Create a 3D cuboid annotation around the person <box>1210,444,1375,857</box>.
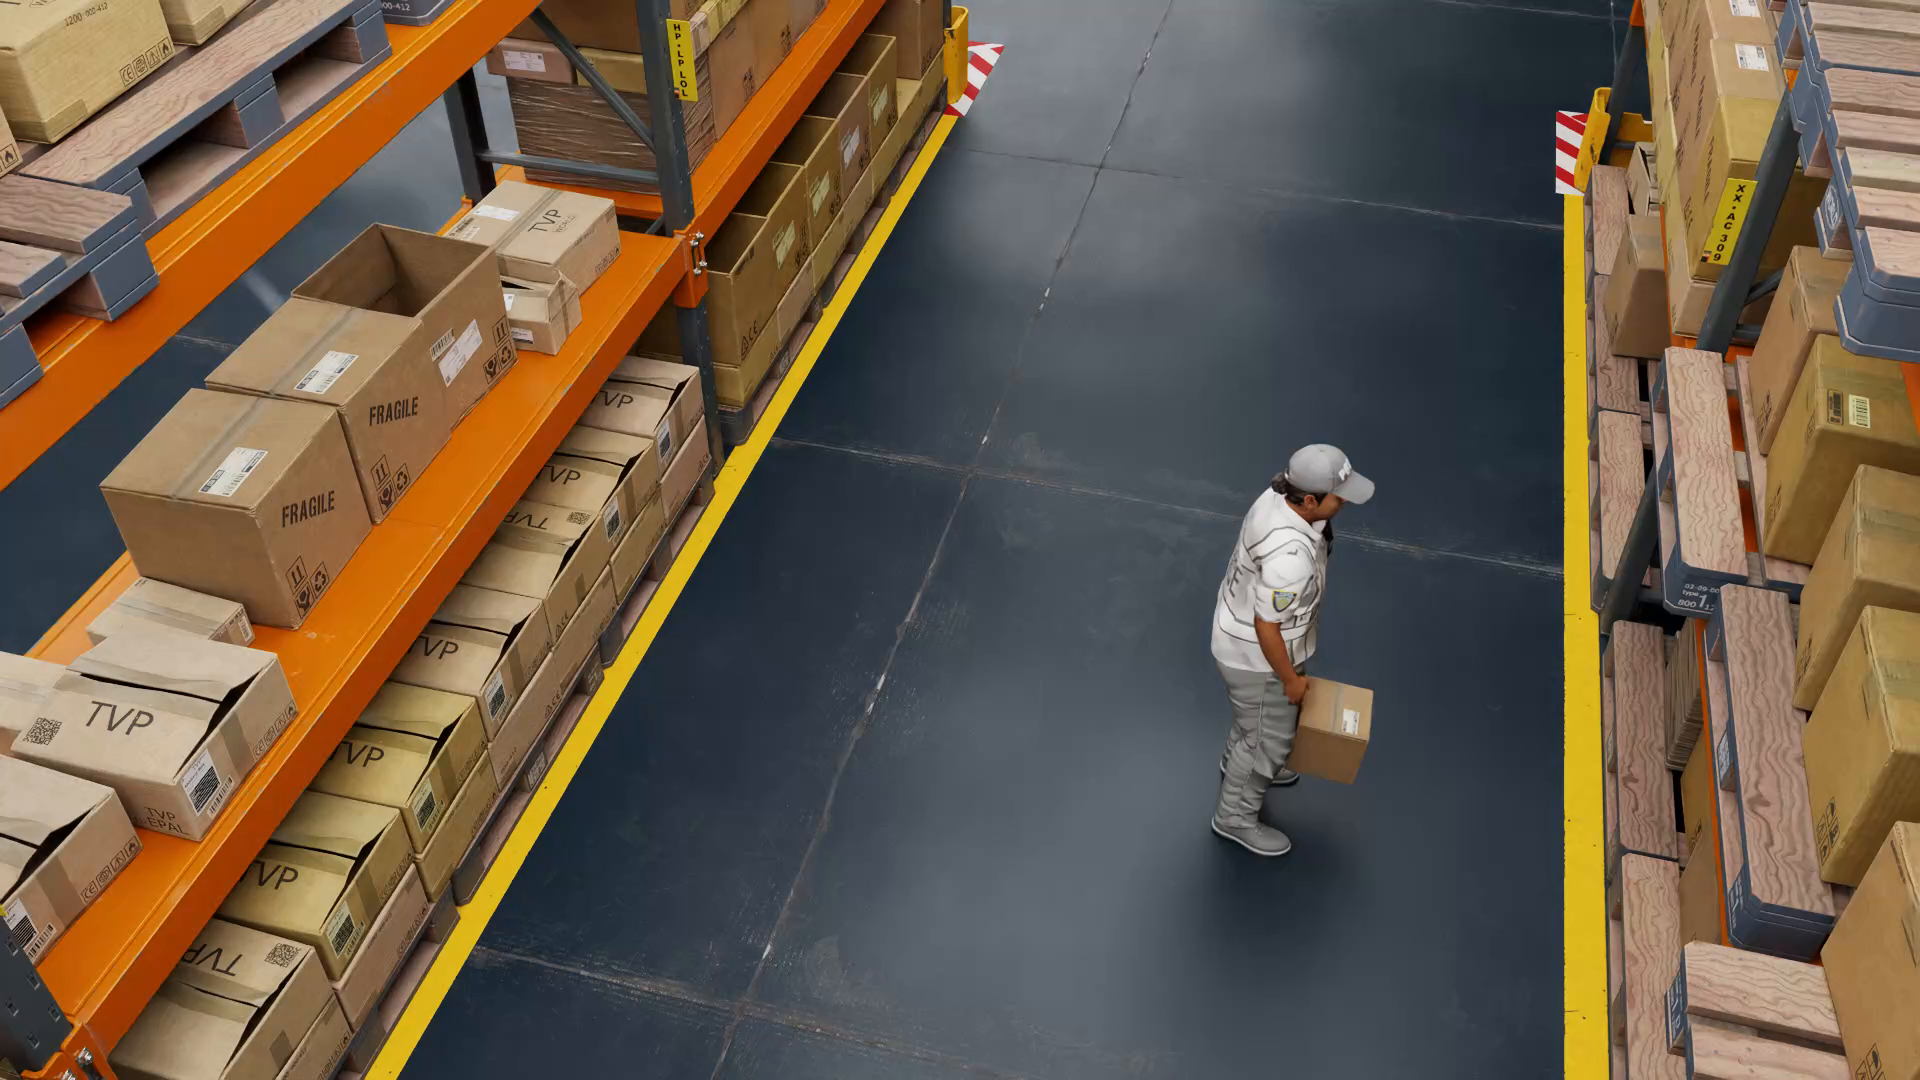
[{"bbox_3d":[1.090,0.354,5.748,0.443,1.669,0.528,9,42,10],"label":"person"}]
